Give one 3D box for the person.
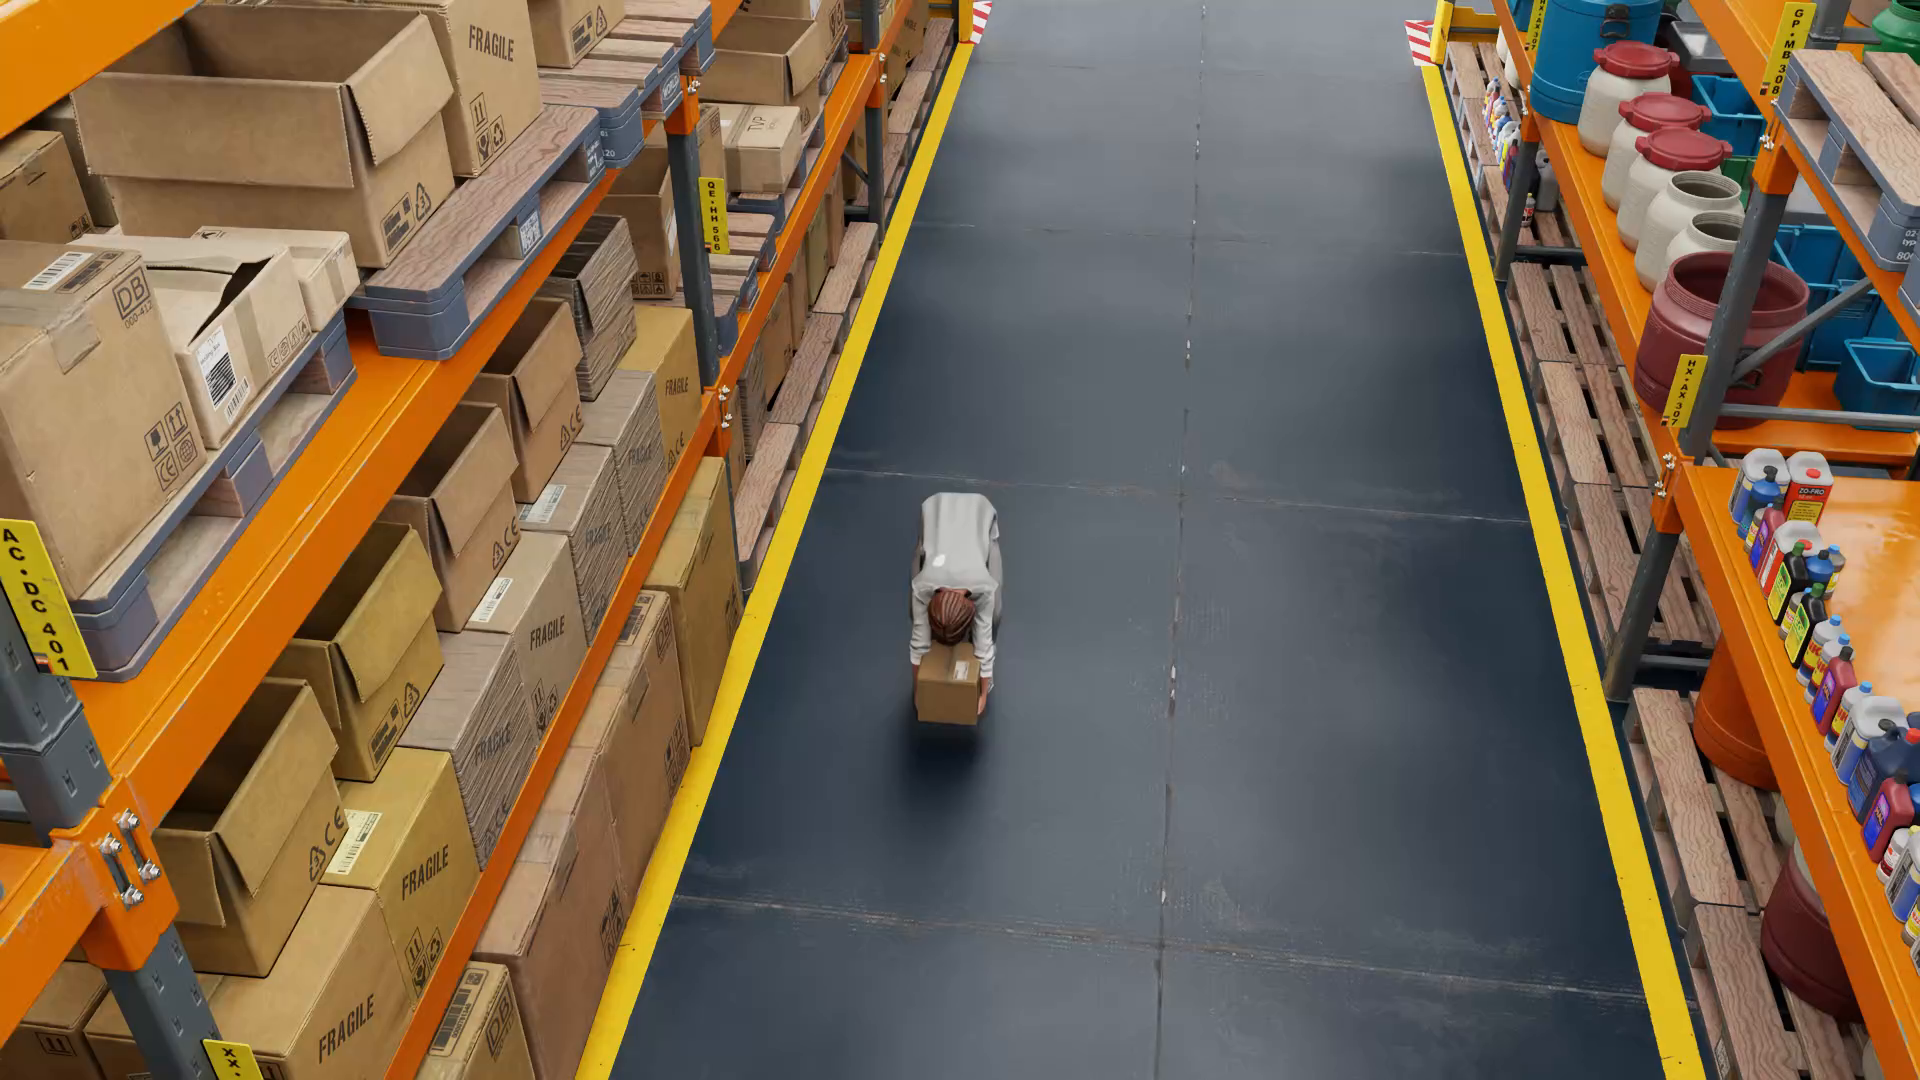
[{"bbox_3d":[-0.028,0.340,7.122,0.409,0.960,0.868,3,37,4],"label":"person"}]
